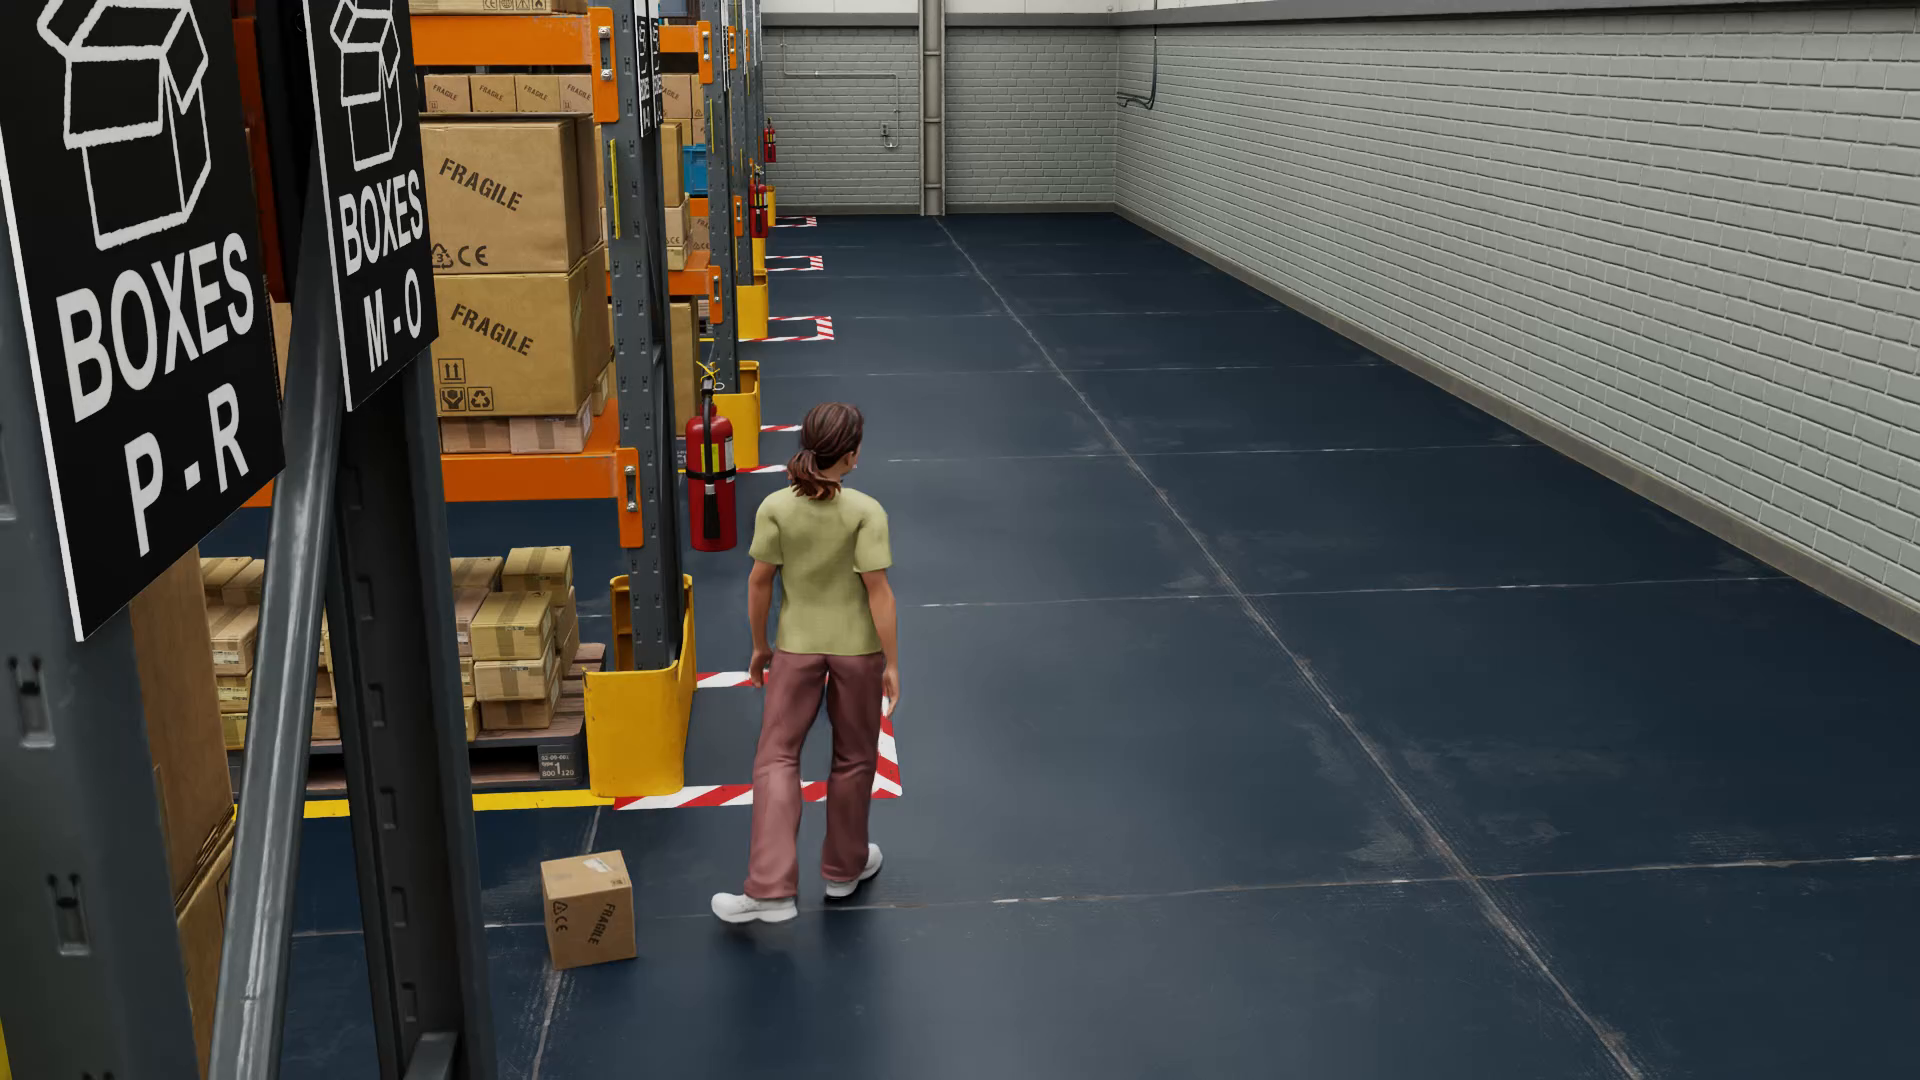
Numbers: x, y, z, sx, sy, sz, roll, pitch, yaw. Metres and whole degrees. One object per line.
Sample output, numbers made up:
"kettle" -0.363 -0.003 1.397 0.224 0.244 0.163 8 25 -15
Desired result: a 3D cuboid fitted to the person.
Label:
"person" -0.477 0.387 5.243 0.604 1.664 0.605 2 17 6
